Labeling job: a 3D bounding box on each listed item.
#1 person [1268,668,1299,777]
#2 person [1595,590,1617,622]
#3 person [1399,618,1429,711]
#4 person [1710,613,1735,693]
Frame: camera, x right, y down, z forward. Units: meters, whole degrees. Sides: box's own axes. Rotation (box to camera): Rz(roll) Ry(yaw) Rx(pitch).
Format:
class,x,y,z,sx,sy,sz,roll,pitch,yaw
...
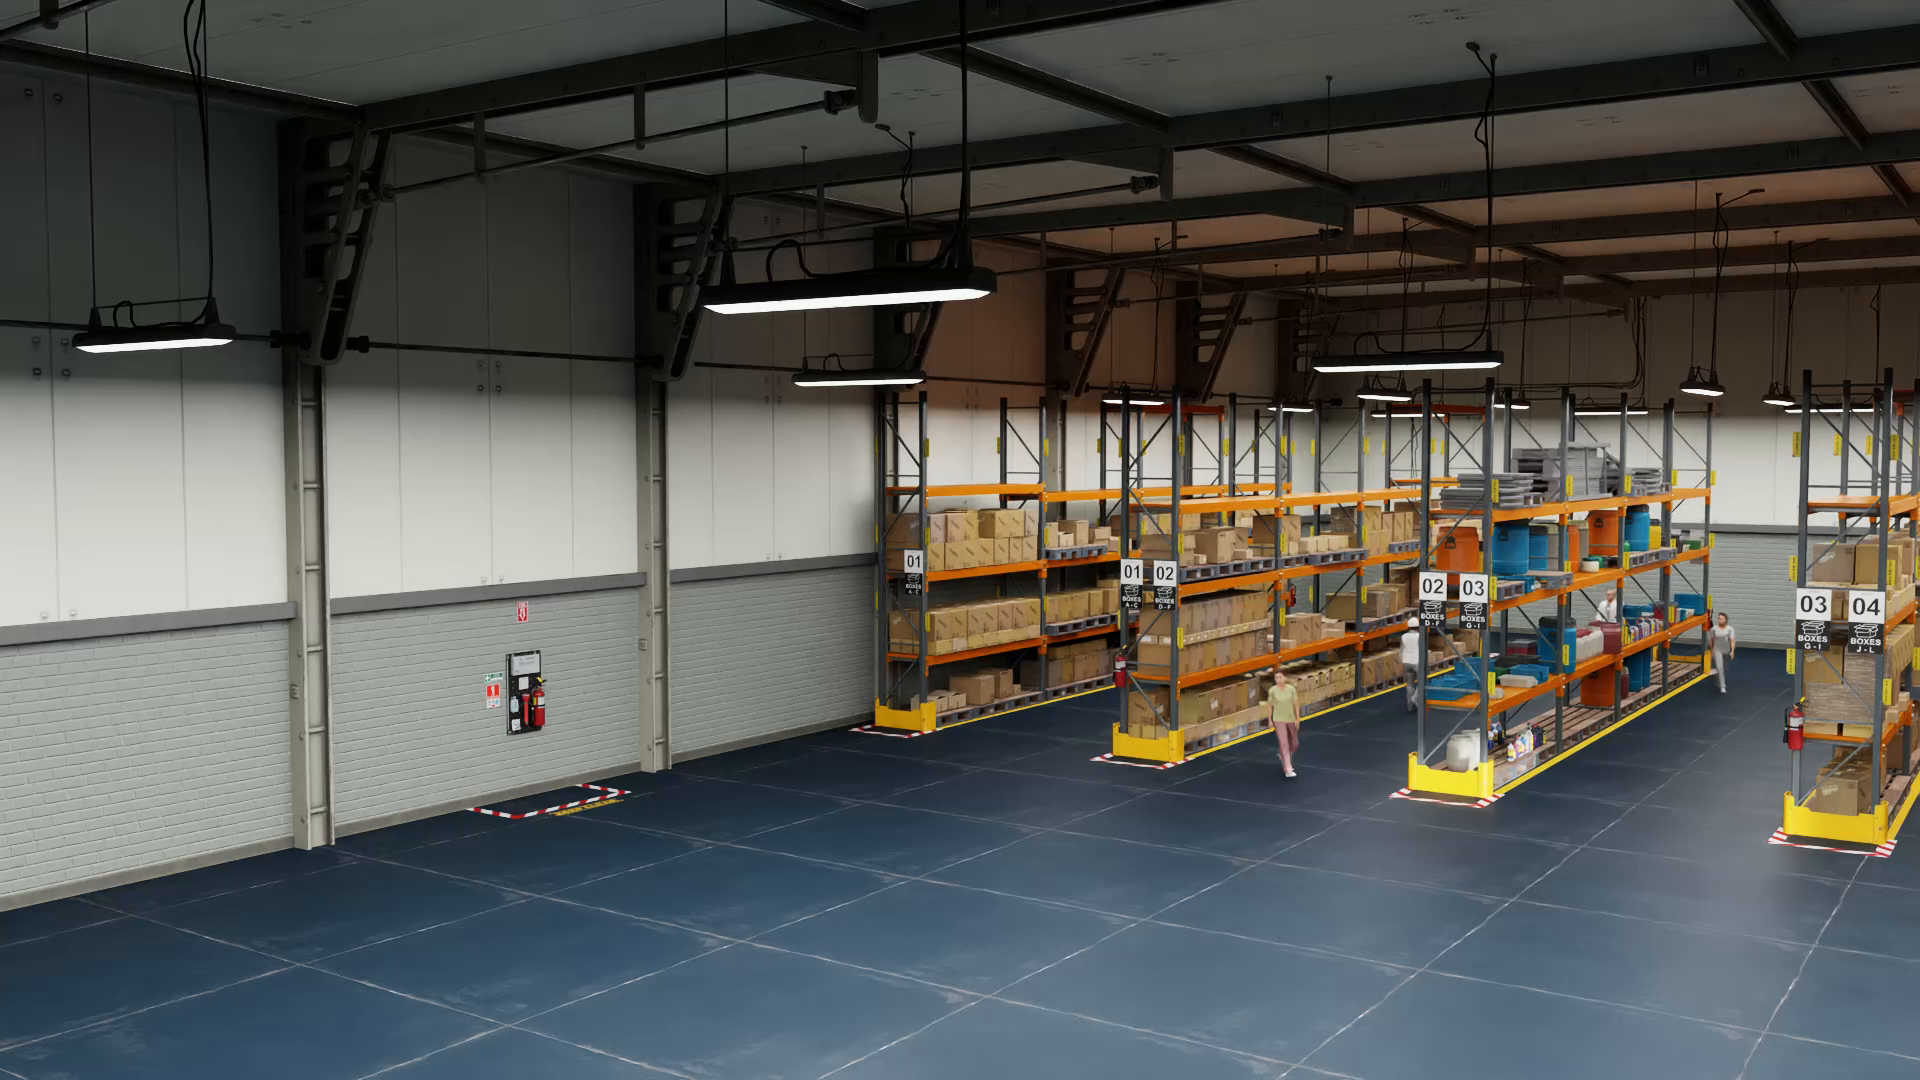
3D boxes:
class,x,y,z,sx,sy,sz,roll,pitch,yaw
person,4.966,2.775,25.471,0.452,1.623,0.910,0,3,-7
person,14.856,2.004,38.011,1.101,1.728,0.655,-3,4,-44
person,8.611,2.365,31.623,0.568,1.773,0.494,3,4,39
person,15.600,2.289,34.024,0.422,1.606,1.106,0,3,8
